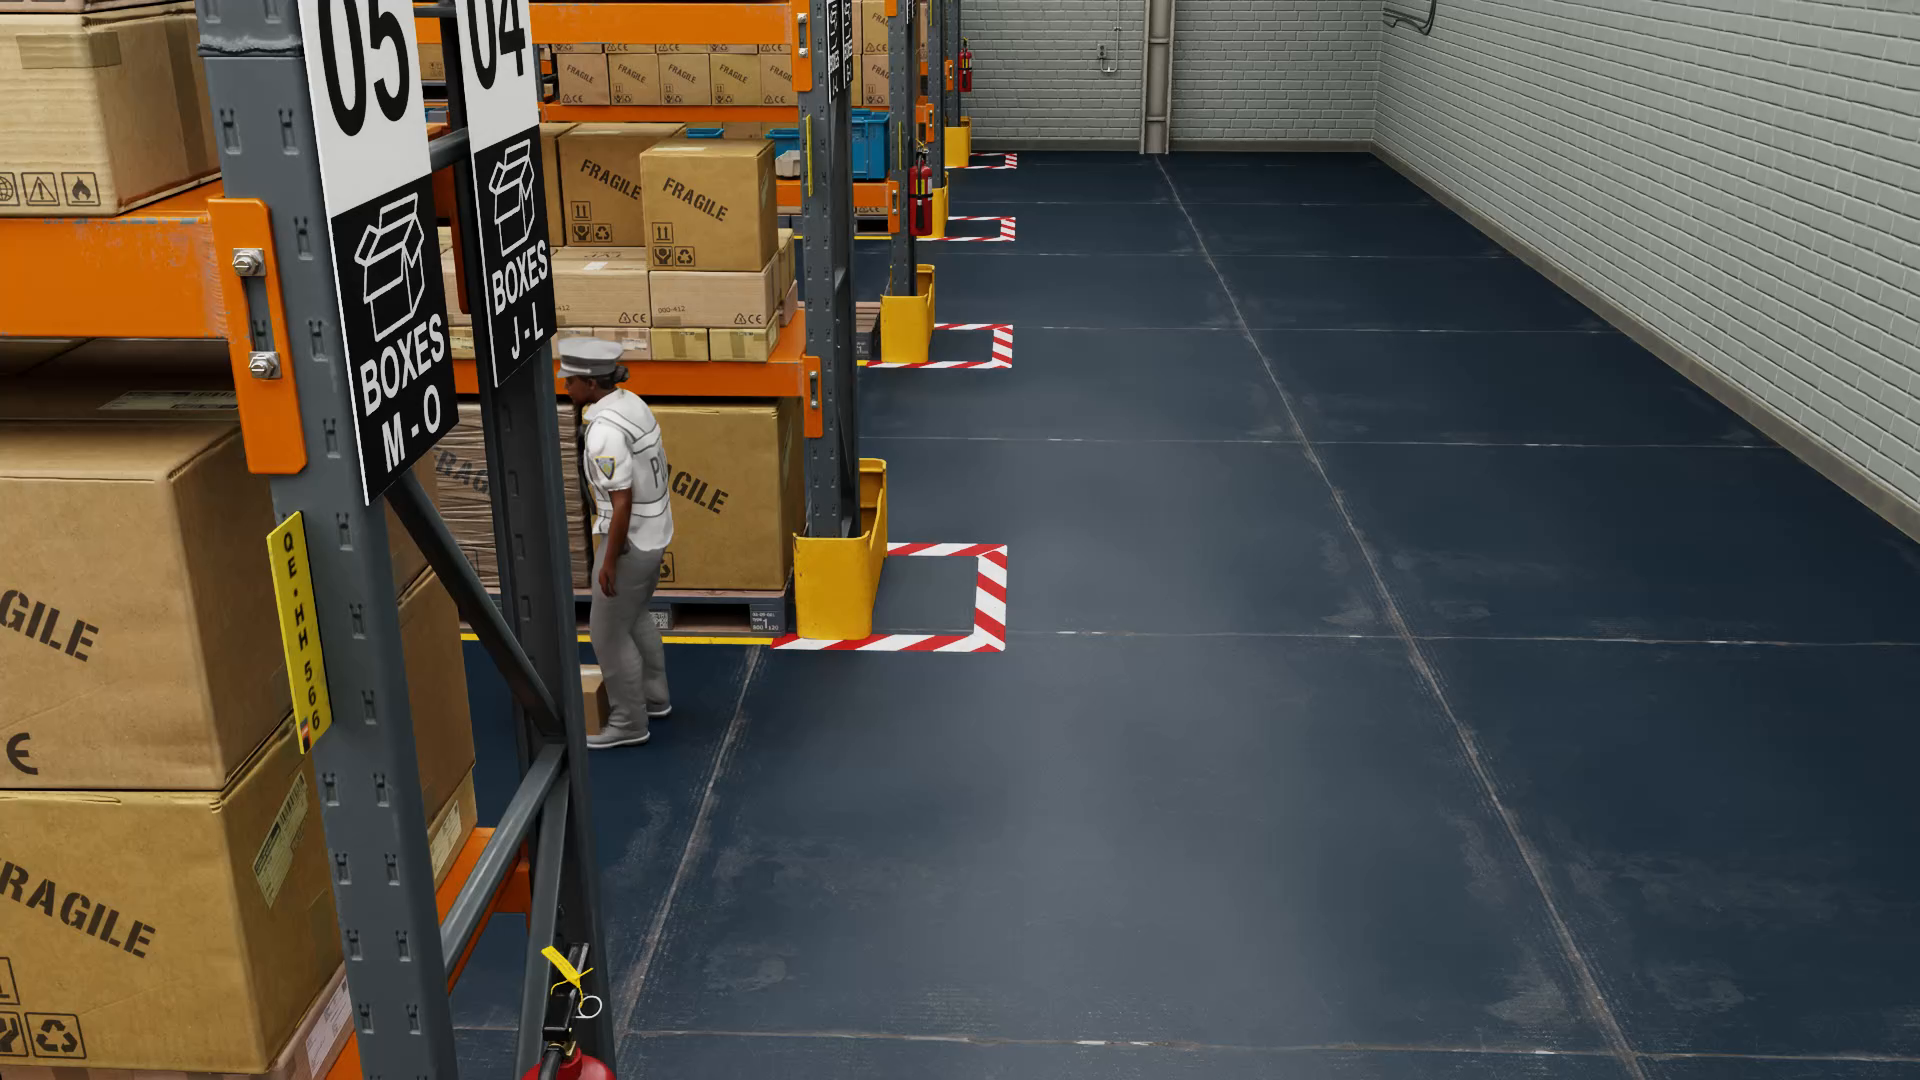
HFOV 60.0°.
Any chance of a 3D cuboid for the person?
[{"bbox_3d":[-1.343,0.014,6.548,0.426,1.657,0.511,0,21,0],"label":"person"}]
